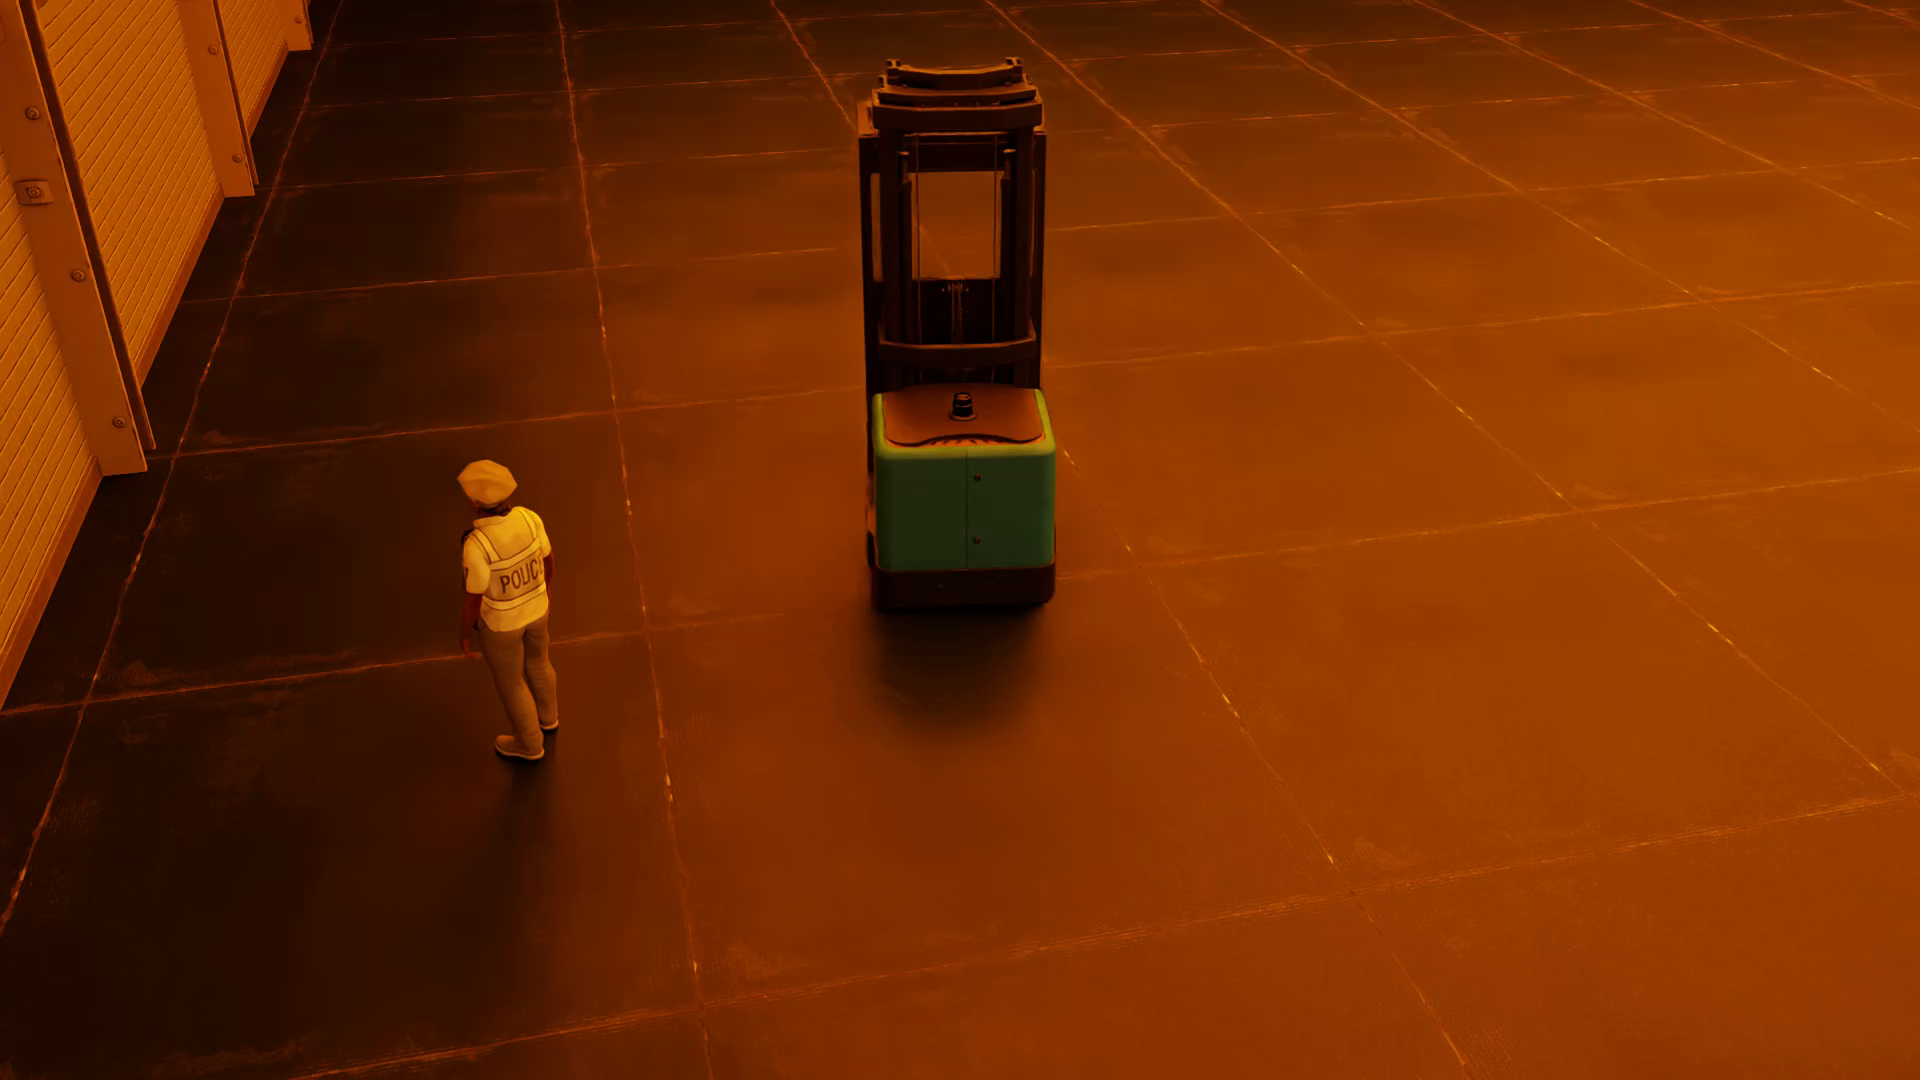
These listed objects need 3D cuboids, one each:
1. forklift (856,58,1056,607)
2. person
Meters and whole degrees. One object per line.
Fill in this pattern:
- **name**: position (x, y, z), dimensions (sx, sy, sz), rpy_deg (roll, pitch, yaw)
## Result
- **forklift**: position (-0.062, -1.585, 10.313), dimensions (1.130, 2.935, 3.031), rpy_deg (-2, 30, -3)
- **person**: position (-2.268, 0.345, 8.208), dimensions (0.525, 1.697, 0.564), rpy_deg (20, 35, 30)
